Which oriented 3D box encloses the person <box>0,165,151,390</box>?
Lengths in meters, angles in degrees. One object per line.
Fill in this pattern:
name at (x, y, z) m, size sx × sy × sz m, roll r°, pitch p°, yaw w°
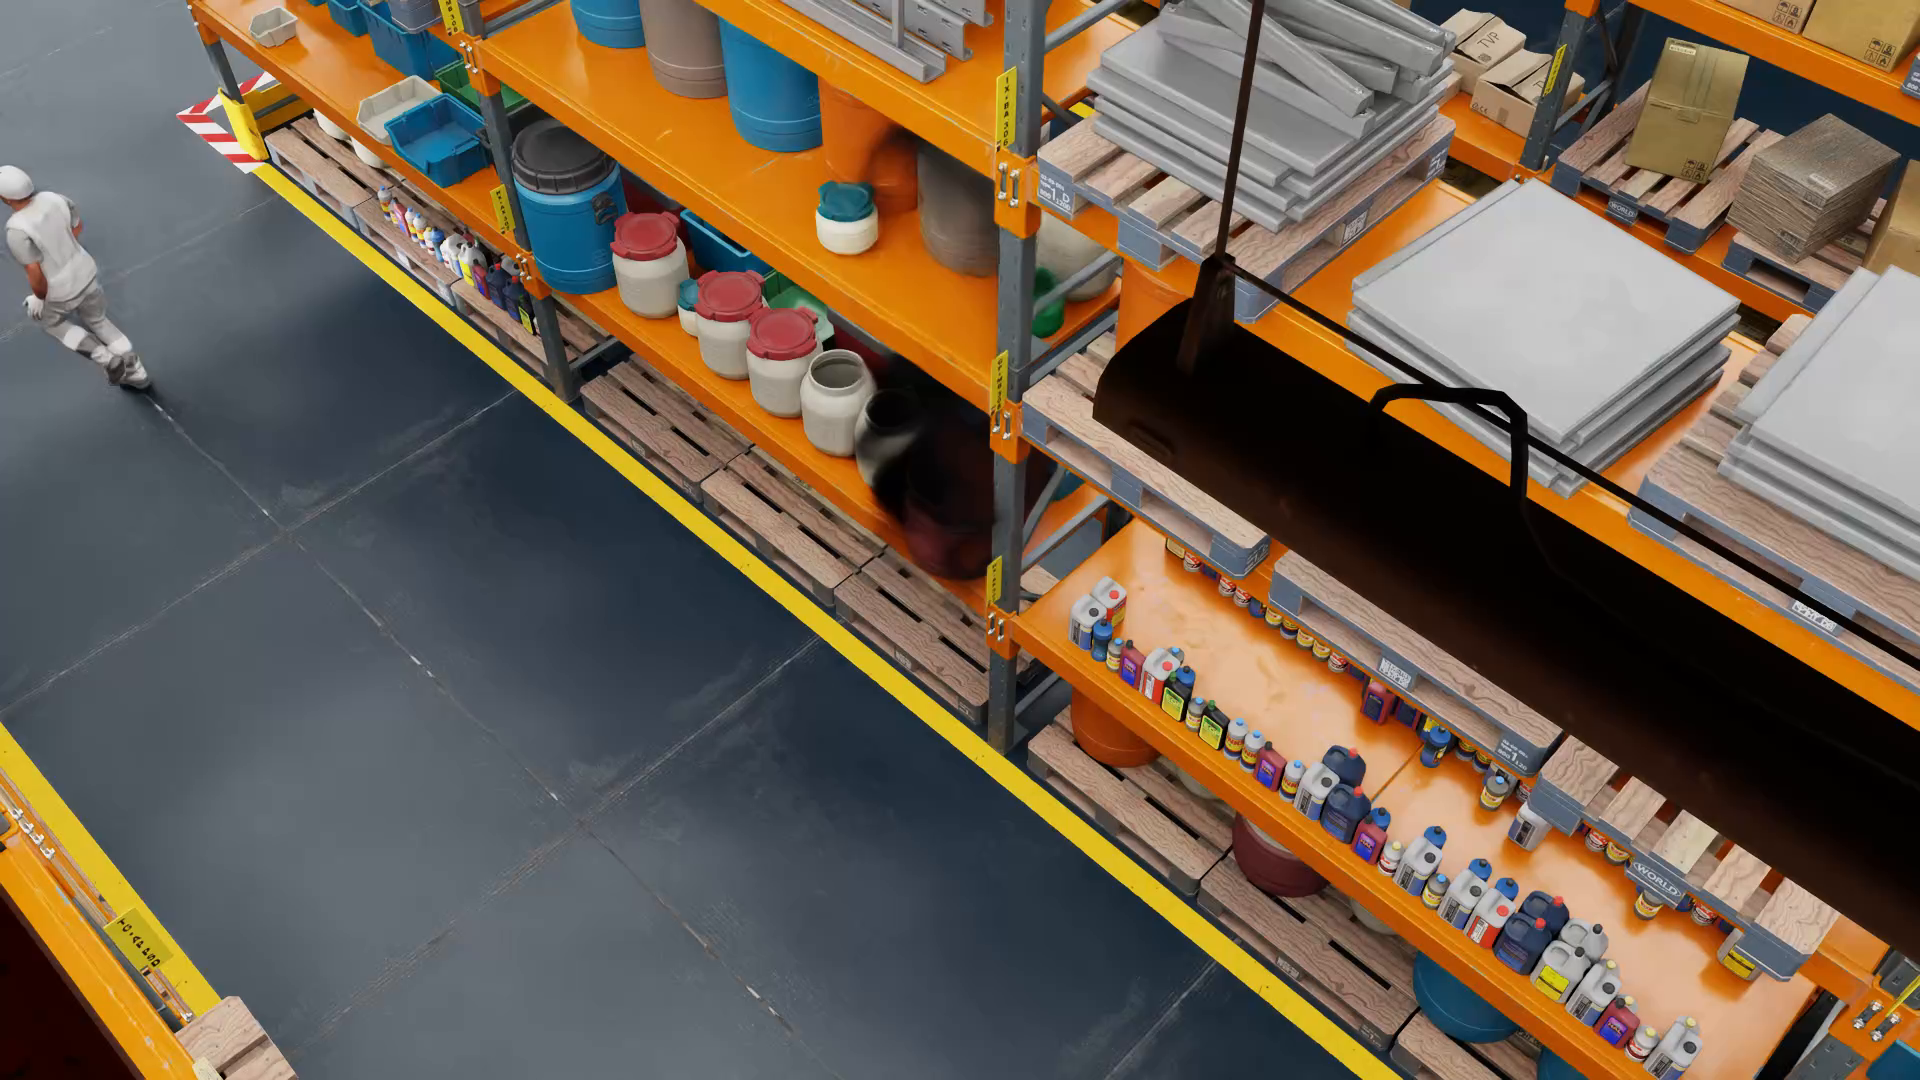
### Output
person at (-5.787, -1.661, 10.642) m, size 0.642 × 1.735 × 0.661 m, roll 15°, pitch 52°, yaw 12°
